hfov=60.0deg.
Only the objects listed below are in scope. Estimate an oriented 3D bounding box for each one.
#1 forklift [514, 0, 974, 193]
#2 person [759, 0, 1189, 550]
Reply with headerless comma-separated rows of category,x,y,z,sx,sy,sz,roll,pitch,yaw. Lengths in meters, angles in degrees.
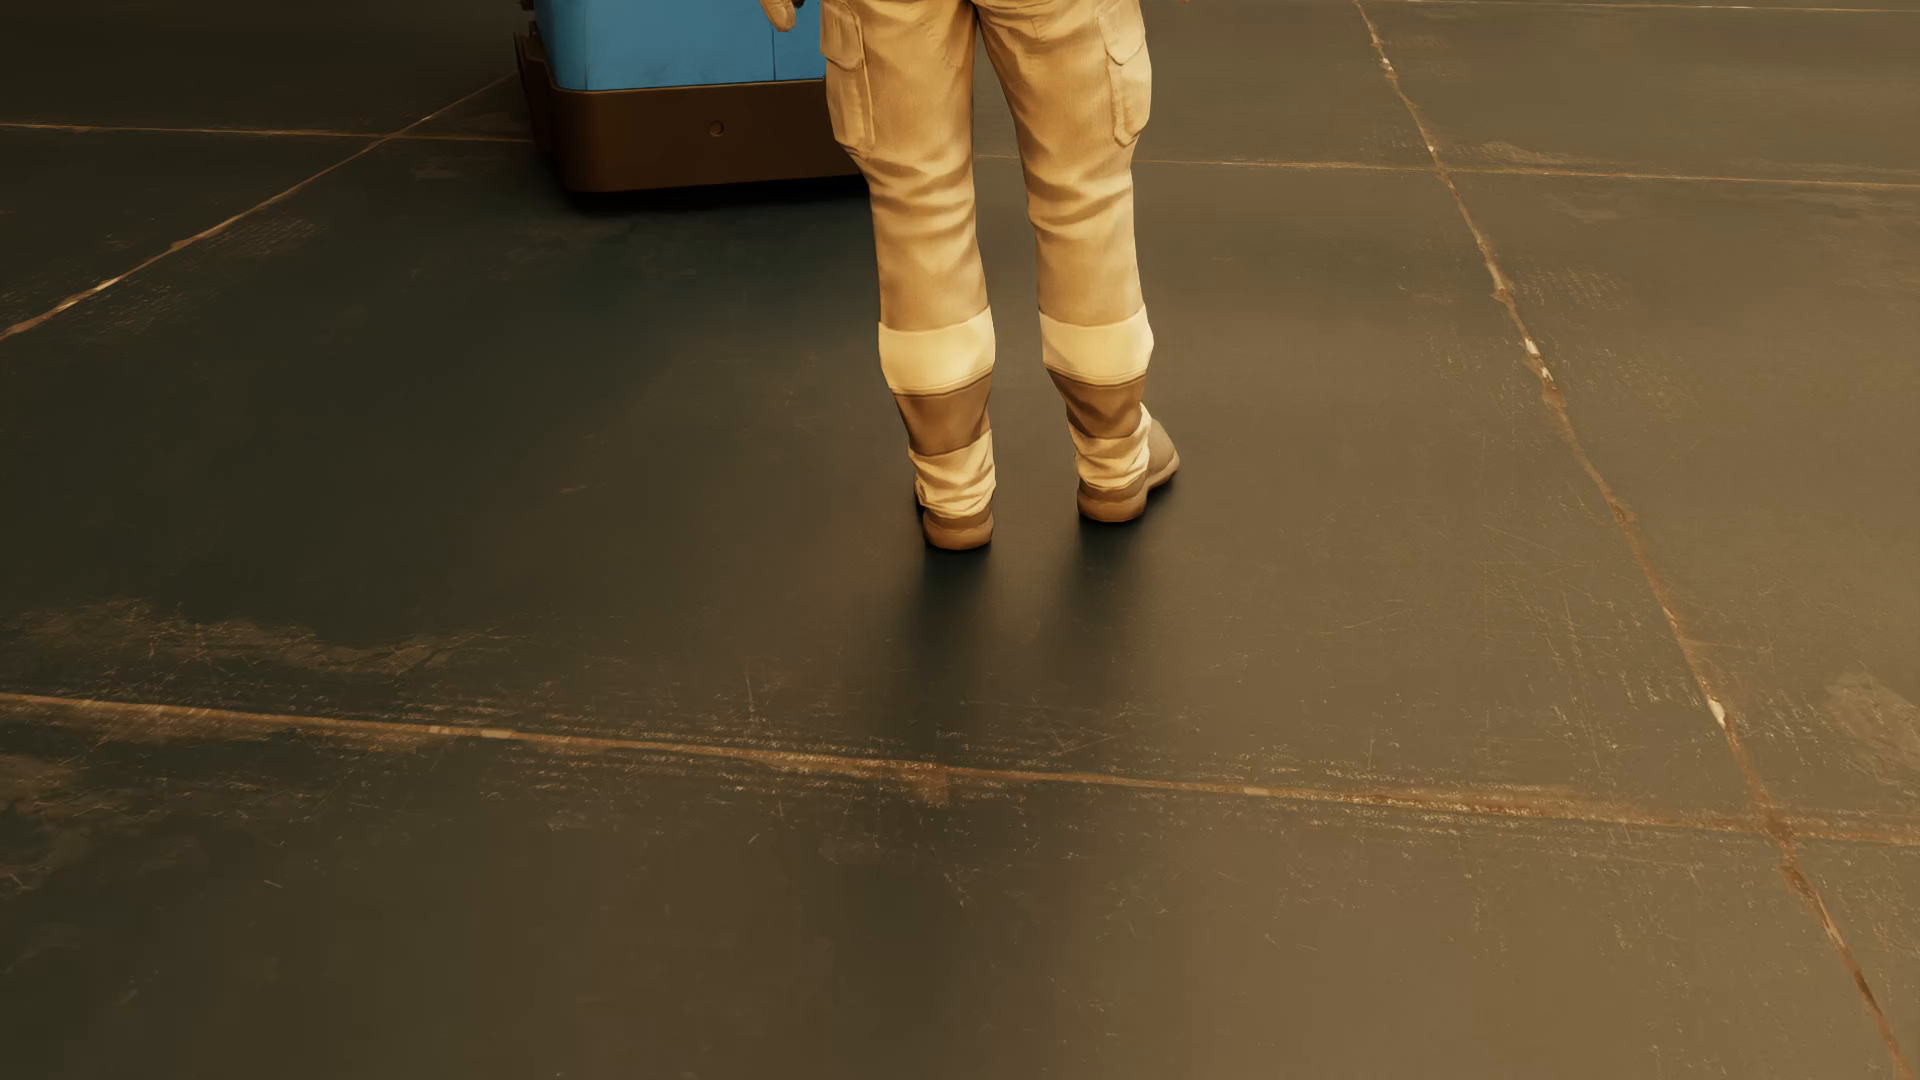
forklift,-0.859,-2.790,4.810,1.130,2.935,3.031,-7,27,-14
person,0.022,-0.842,2.167,0.638,1.787,0.564,3,27,7
